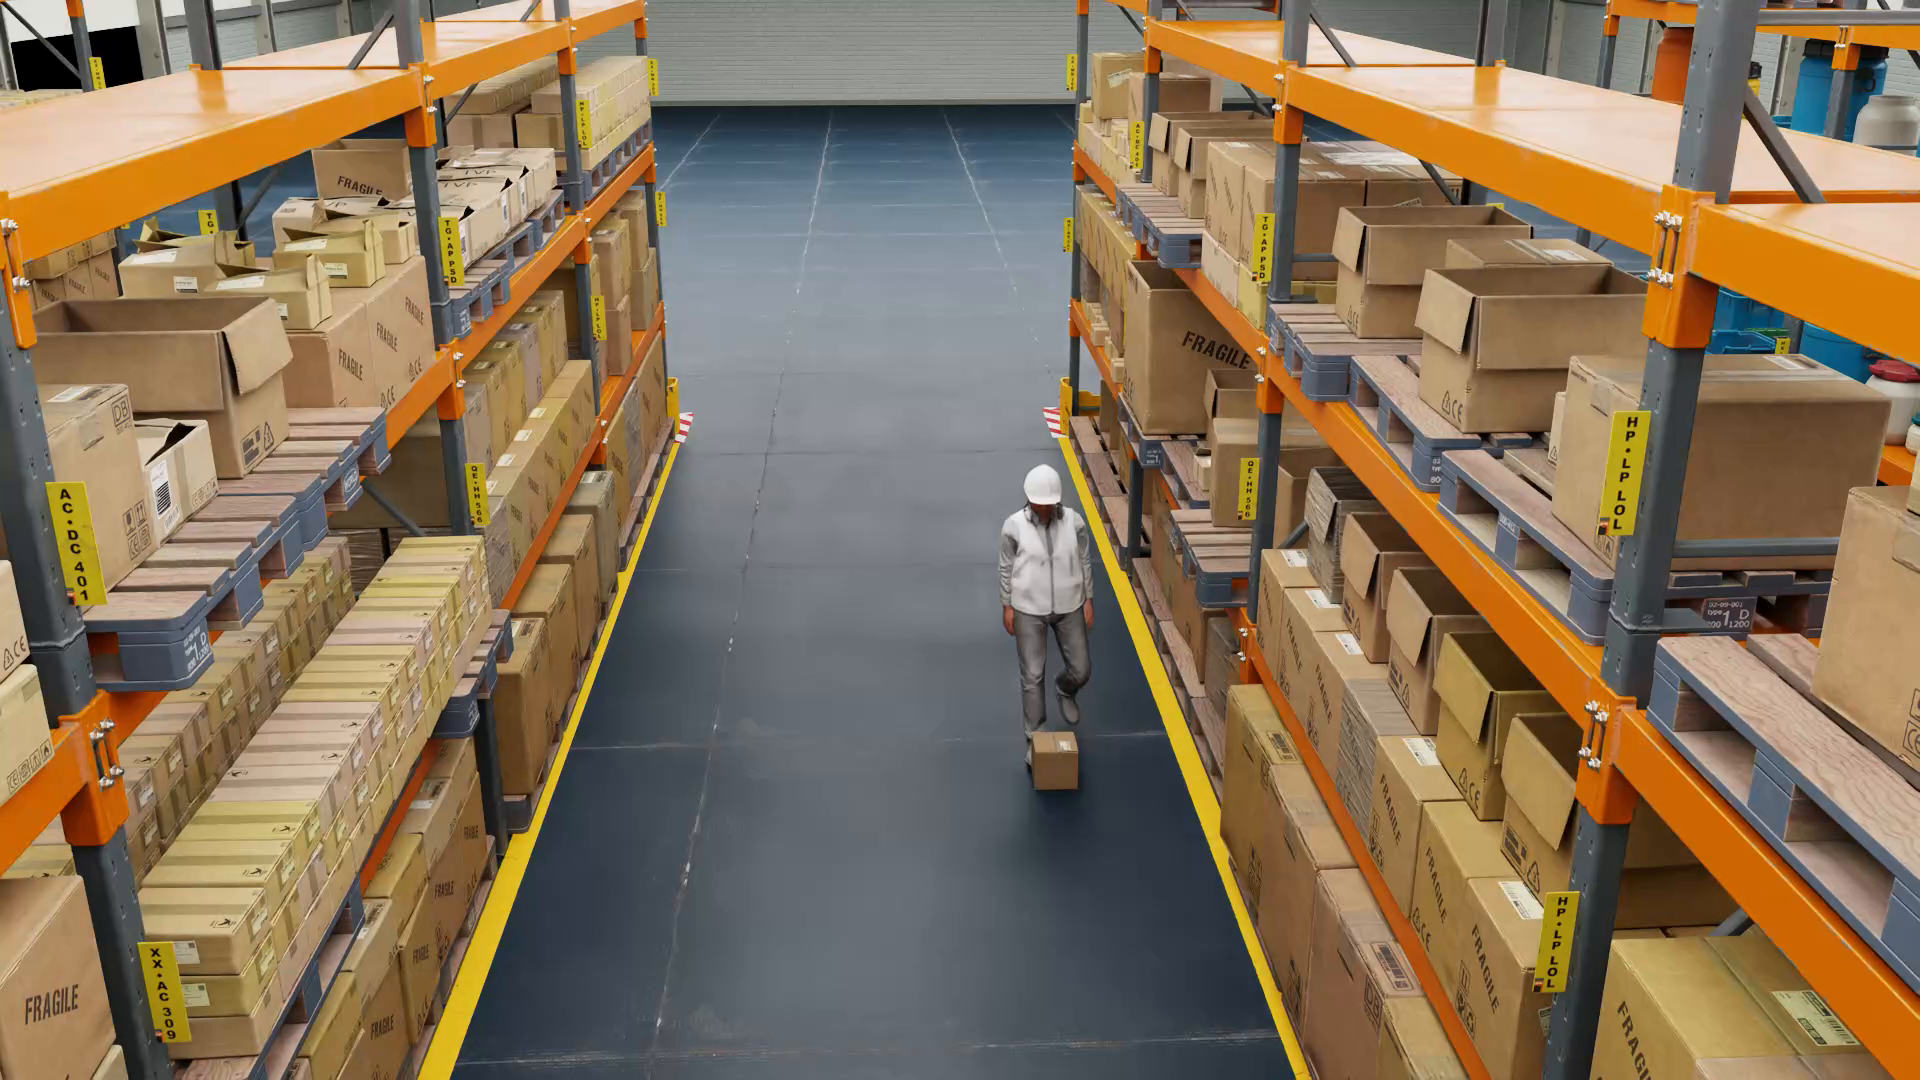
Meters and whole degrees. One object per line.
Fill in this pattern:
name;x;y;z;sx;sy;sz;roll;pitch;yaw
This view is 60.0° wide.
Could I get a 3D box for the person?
person;0.527;0.410;9.886;0.575;1.765;0.668;-3;20;-8
